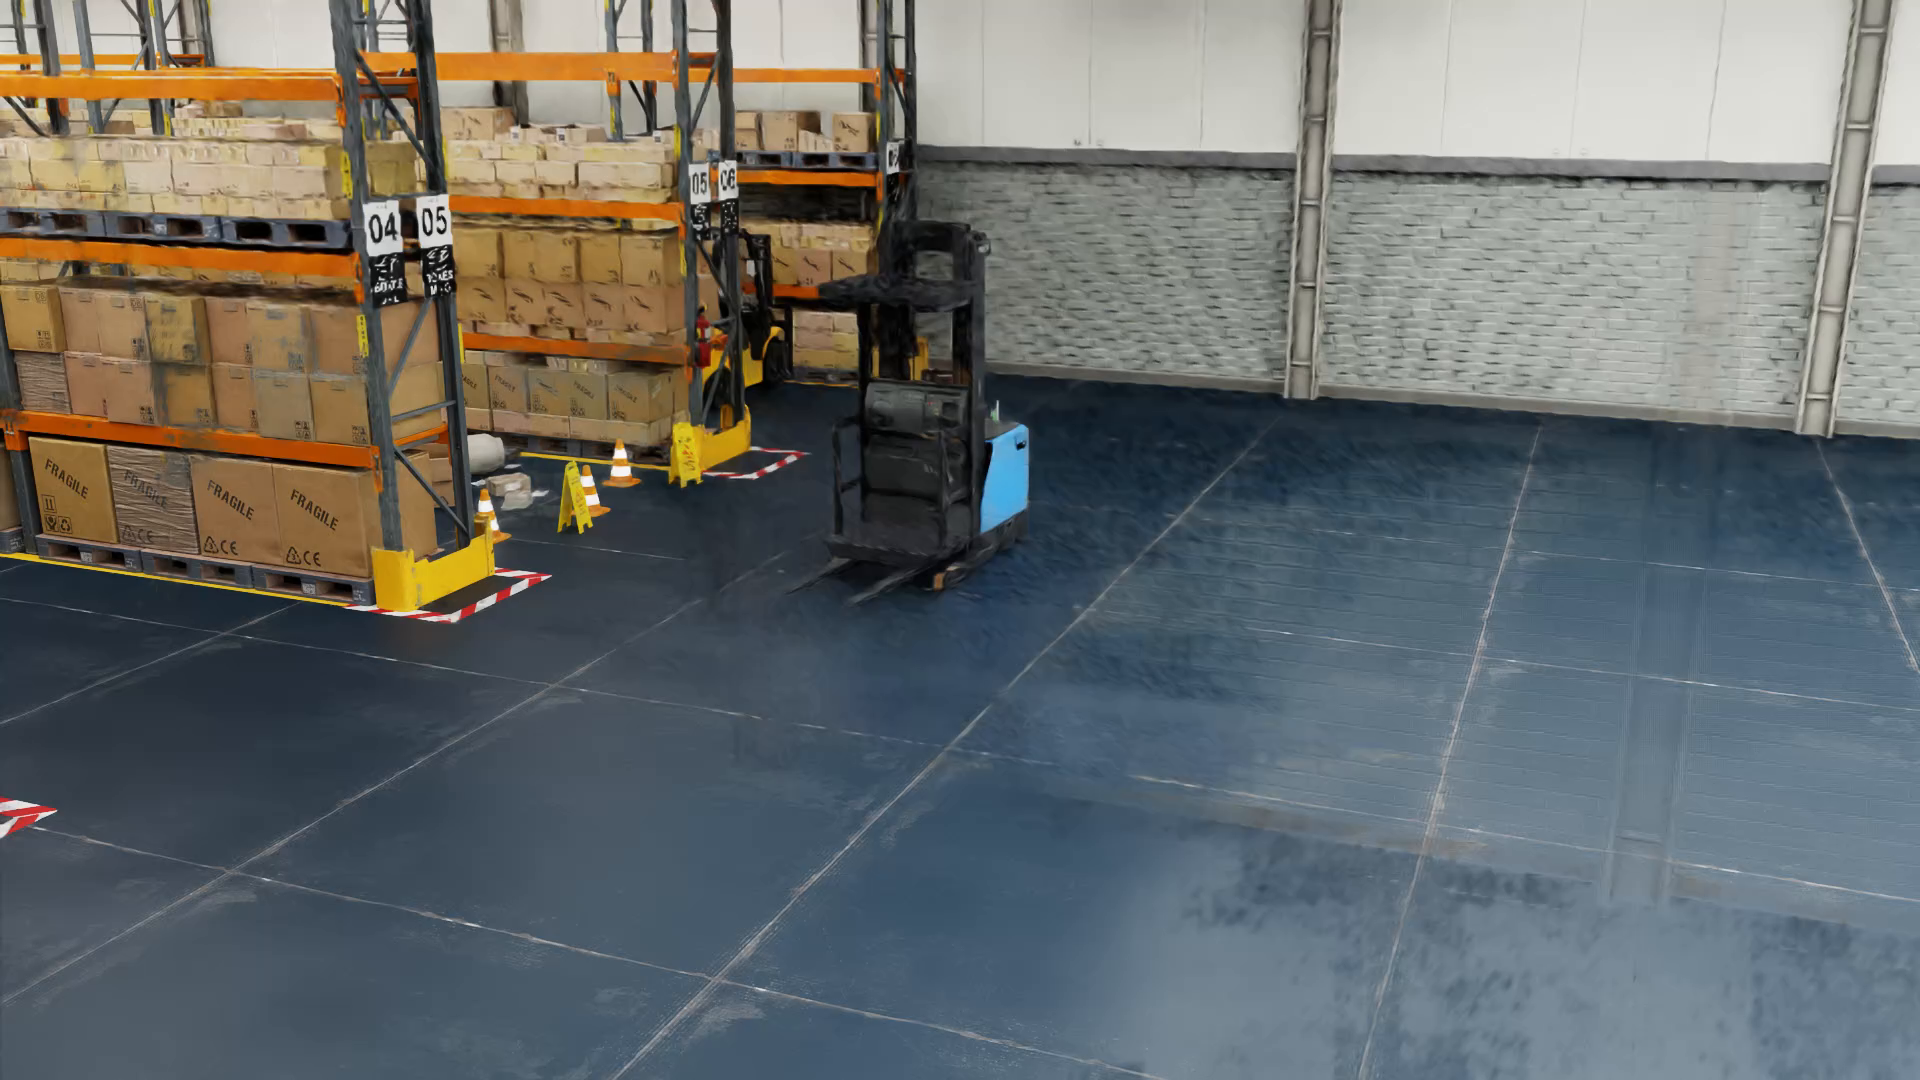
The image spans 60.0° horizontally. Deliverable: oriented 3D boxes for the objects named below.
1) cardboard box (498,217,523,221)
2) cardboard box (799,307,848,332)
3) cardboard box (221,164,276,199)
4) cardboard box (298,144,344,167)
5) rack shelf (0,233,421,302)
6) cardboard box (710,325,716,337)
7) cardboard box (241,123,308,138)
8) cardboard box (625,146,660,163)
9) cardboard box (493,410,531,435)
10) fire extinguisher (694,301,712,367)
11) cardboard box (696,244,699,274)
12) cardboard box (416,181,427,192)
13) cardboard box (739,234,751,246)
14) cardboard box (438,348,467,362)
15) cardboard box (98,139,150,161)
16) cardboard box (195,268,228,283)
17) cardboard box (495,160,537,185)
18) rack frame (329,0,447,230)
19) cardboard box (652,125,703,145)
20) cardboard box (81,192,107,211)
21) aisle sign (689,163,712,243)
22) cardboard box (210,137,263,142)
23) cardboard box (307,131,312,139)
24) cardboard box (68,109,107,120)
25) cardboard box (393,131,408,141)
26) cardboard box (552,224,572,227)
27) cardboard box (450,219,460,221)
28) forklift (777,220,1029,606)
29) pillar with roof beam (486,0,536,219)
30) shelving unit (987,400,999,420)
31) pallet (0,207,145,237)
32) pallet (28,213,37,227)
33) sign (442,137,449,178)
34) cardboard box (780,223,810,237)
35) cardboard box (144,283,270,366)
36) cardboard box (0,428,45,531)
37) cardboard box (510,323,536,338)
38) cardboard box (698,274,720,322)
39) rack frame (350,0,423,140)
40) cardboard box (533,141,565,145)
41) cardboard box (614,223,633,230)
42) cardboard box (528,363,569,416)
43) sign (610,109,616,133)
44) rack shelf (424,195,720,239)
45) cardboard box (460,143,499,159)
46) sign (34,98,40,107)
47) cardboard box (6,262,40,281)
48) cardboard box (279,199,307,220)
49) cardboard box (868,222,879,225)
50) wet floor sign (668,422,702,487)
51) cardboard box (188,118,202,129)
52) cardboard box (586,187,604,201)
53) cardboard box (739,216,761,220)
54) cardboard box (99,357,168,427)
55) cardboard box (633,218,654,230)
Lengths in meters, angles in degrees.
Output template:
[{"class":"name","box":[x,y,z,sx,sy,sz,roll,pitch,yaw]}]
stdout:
[{"class":"cardboard box","box":[-6.654,-4.712,24.757,0.250,0.149,0.380,6,17,20]},{"class":"cardboard box","box":[-1.843,-2.991,22.557,0.500,0.250,0.500,7,17,22]},{"class":"cardboard box","box":[-5.386,-2.821,13.008,0.500,0.250,0.500,6,17,21]},{"class":"cardboard box","box":[-4.801,-2.929,12.668,0.250,0.149,0.380,6,17,21]},{"class":"rack shelf","box":[-6.224,-2.330,13.806,4.000,0.370,1.077,6,17,21]},{"class":"cardboard box","box":[-2.881,-2.292,18.217,0.250,0.149,0.380,6,17,21]},{"class":"cardboard box","box":[-7.906,-4.669,19.192,0.500,0.250,0.500,7,17,22]},{"class":"cardboard box","box":[-3.290,-4.022,17.364,0.250,0.149,0.380,7,17,22]},{"class":"cardboard box","box":[-4.917,-1.379,18.800,0.500,0.250,0.500,6,17,20]},{"class":"fire extinguisher","box":[-2.704,-2.156,17.436,0.183,0.674,0.296,6,17,21]},{"class":"cardboard box","box":[-3.737,-3.908,23.150,0.500,0.500,0.500,7,17,22]},{"class":"cardboard box","box":[-5.940,-3.916,18.430,0.250,0.149,0.380,6,17,21]},{"class":"cardboard box","box":[-2.913,-4.117,22.708,0.250,0.149,0.380,6,17,19]},{"class":"cardboard box","box":[-5.818,-2.128,18.870,0.250,0.149,0.380,7,17,21]},{"class":"cardboard box","box":[-6.686,-3.137,13.383,0.250,0.149,0.380,6,17,21]},{"class":"cardboard box","box":[-8.766,-3.325,19.859,0.500,0.500,0.500,7,17,22]},{"class":"cardboard box","box":[-4.639,-3.973,17.911,0.500,0.250,0.500,6,17,21]},{"class":"rack frame","box":[-4.364,-3.912,12.583,0.127,3.000,1.000,6,17,21]},{"class":"cardboard box","box":[-3.860,-5.521,22.733,0.500,0.311,0.500,7,17,22]},{"class":"cardboard box","box":[-6.923,-2.780,13.585,0.250,0.149,0.380,6,17,20]},{"class":"aisle sign","box":[-2.690,-3.492,17.234,0.004,0.787,0.394,6,17,21]},{"class":"cardboard box","box":[-5.977,-3.256,13.793,0.250,0.149,0.380,7,17,21]},{"class":"cardboard box","box":[-9.614,-6.082,24.994,0.250,0.149,0.380,6,17,21]},{"class":"cardboard box","box":[-13.970,-6.736,26.530,0.500,0.250,0.500,7,18,22]},{"class":"cardboard box","box":[-8.053,-5.894,24.280,0.250,0.166,0.380,6,17,21]},{"class":"cardboard box","box":[-5.692,-4.411,23.722,0.250,0.149,0.380,6,17,19]},{"class":"cardboard box","box":[-7.580,-4.635,24.492,0.250,0.149,0.380,7,18,22]},{"class":"forklift","box":[-0.469,-1.113,13.827,1.130,2.935,3.031,8,18,25]},{"class":"pillar with roof beam","box":[-8.302,-6.296,20.795,0.400,9.000,9.100,6,17,21]},{"class":"shelving unit","box":[0.081,-0.722,15.583,0.503,1.200,0.258,8,18,24]},{"class":"pallet","box":[-7.327,-2.751,14.126,1.213,0.211,1.003,6,17,21]},{"class":"pallet","box":[-8.955,-2.869,14.716,1.217,0.209,0.805,6,17,18]},{"class":"sign","box":[-4.154,-3.072,13.362,0.005,0.325,0.100,6,17,21]},{"class":"cardboard box","box":[-2.216,-4.176,22.379,0.250,0.149,0.380,7,18,22]},{"class":"cardboard box","box":[-6.252,-1.814,13.914,0.500,0.550,0.875,6,17,21]},{"class":"cardboard box","box":[-8.695,-0.601,15.222,0.750,0.750,1.050,6,17,20]},{"class":"cardboard box","box":[-4.756,-2.346,18.401,0.250,0.149,0.380,6,17,20]},{"class":"cardboard box","box":[-2.980,-2.636,18.237,0.500,0.500,0.500,6,17,20]},{"class":"rack frame","box":[-6.362,-5.615,18.450,0.127,3.000,1.000,6,17,21]},{"class":"cardboard box","box":[-4.510,-4.327,18.415,0.250,0.149,0.380,7,17,21]},{"class":"cardboard box","box":[-4.793,-4.473,23.934,0.250,0.149,0.380,6,17,19]},{"class":"cardboard box","box":[-4.436,-1.686,18.512,0.500,0.500,0.500,6,17,19]},{"class":"sign","box":[-4.735,-5.720,22.700,0.005,0.325,0.100,6,17,21]},{"class":"rack shelf","box":[-4.502,-3.624,18.264,4.000,0.370,1.077,6,17,21]},{"class":"cardboard box","box":[-5.210,-4.225,18.064,0.250,0.149,0.380,6,17,19]},{"class":"sign","box":[-15.485,-7.257,27.898,0.005,0.325,0.100,6,17,21]},{"class":"cardboard box","box":[-11.589,-3.393,20.931,0.500,0.250,0.500,6,17,19]},{"class":"cardboard box","box":[-5.031,-2.572,12.868,0.250,0.149,0.380,6,17,21]},{"class":"cardboard box","box":[-1.058,-4.205,22.476,0.250,0.149,0.380,6,17,20]},{"class":"wet floor sign","box":[-2.857,-0.897,17.183,0.232,0.644,0.267,14,21,40]},{"class":"cardboard box","box":[-11.595,-6.399,25.517,0.250,0.149,0.380,7,17,22]},{"class":"cardboard box","box":[-3.765,-3.705,17.701,0.250,0.149,0.380,6,17,21]},{"class":"cardboard box","box":[-2.957,-4.430,23.254,0.250,0.149,0.380,6,17,20]},{"class":"cardboard box","box":[-6.758,-1.341,14.220,0.550,0.550,0.875,6,17,21]},{"class":"cardboard box","box":[-4.357,-4.414,23.199,0.250,0.149,0.380,7,17,22]}]
